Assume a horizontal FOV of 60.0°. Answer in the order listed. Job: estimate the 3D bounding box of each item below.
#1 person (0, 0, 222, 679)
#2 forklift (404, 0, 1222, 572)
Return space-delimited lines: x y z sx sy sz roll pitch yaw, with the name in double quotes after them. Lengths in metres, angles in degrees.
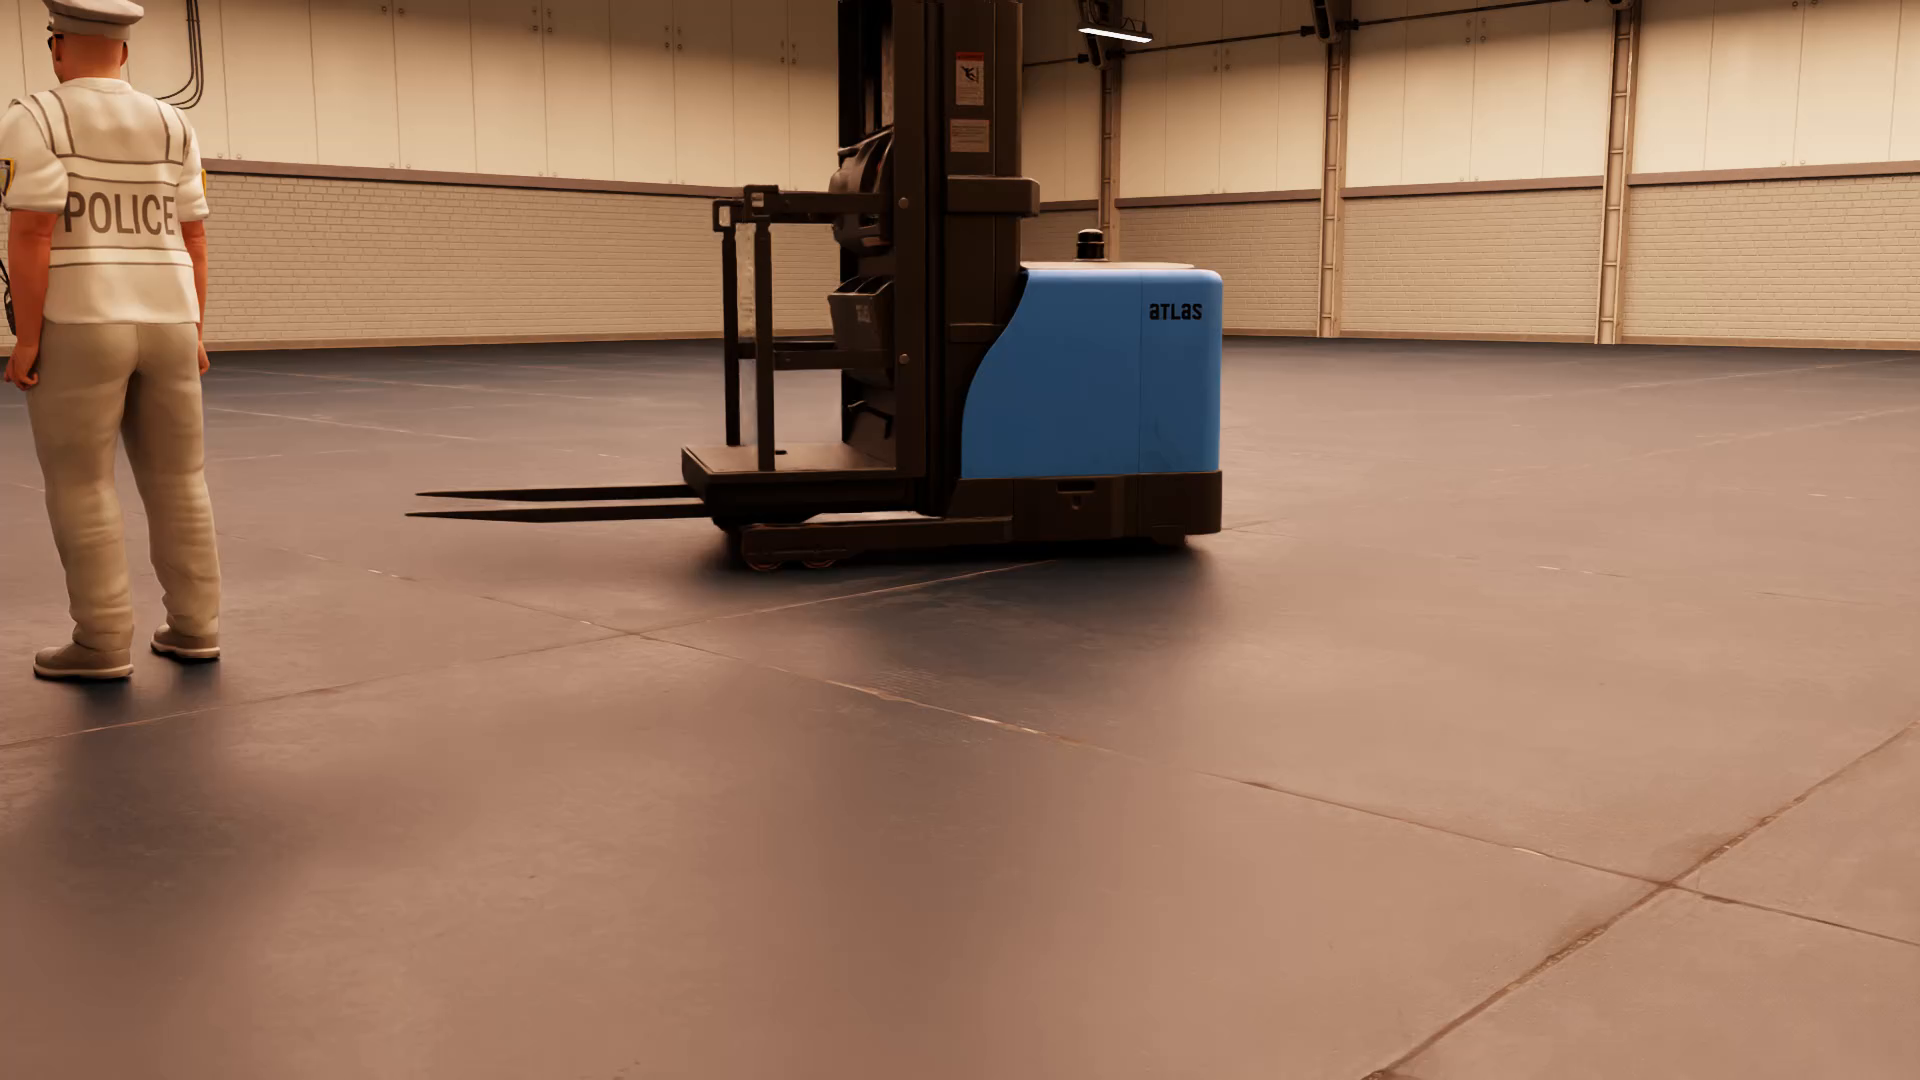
-2.219 -0.533 4.326 0.399 1.770 0.521 6 10 34 "person"
-0.561 -1.423 6.323 3.031 2.935 1.130 -2 9 -14 "forklift"
